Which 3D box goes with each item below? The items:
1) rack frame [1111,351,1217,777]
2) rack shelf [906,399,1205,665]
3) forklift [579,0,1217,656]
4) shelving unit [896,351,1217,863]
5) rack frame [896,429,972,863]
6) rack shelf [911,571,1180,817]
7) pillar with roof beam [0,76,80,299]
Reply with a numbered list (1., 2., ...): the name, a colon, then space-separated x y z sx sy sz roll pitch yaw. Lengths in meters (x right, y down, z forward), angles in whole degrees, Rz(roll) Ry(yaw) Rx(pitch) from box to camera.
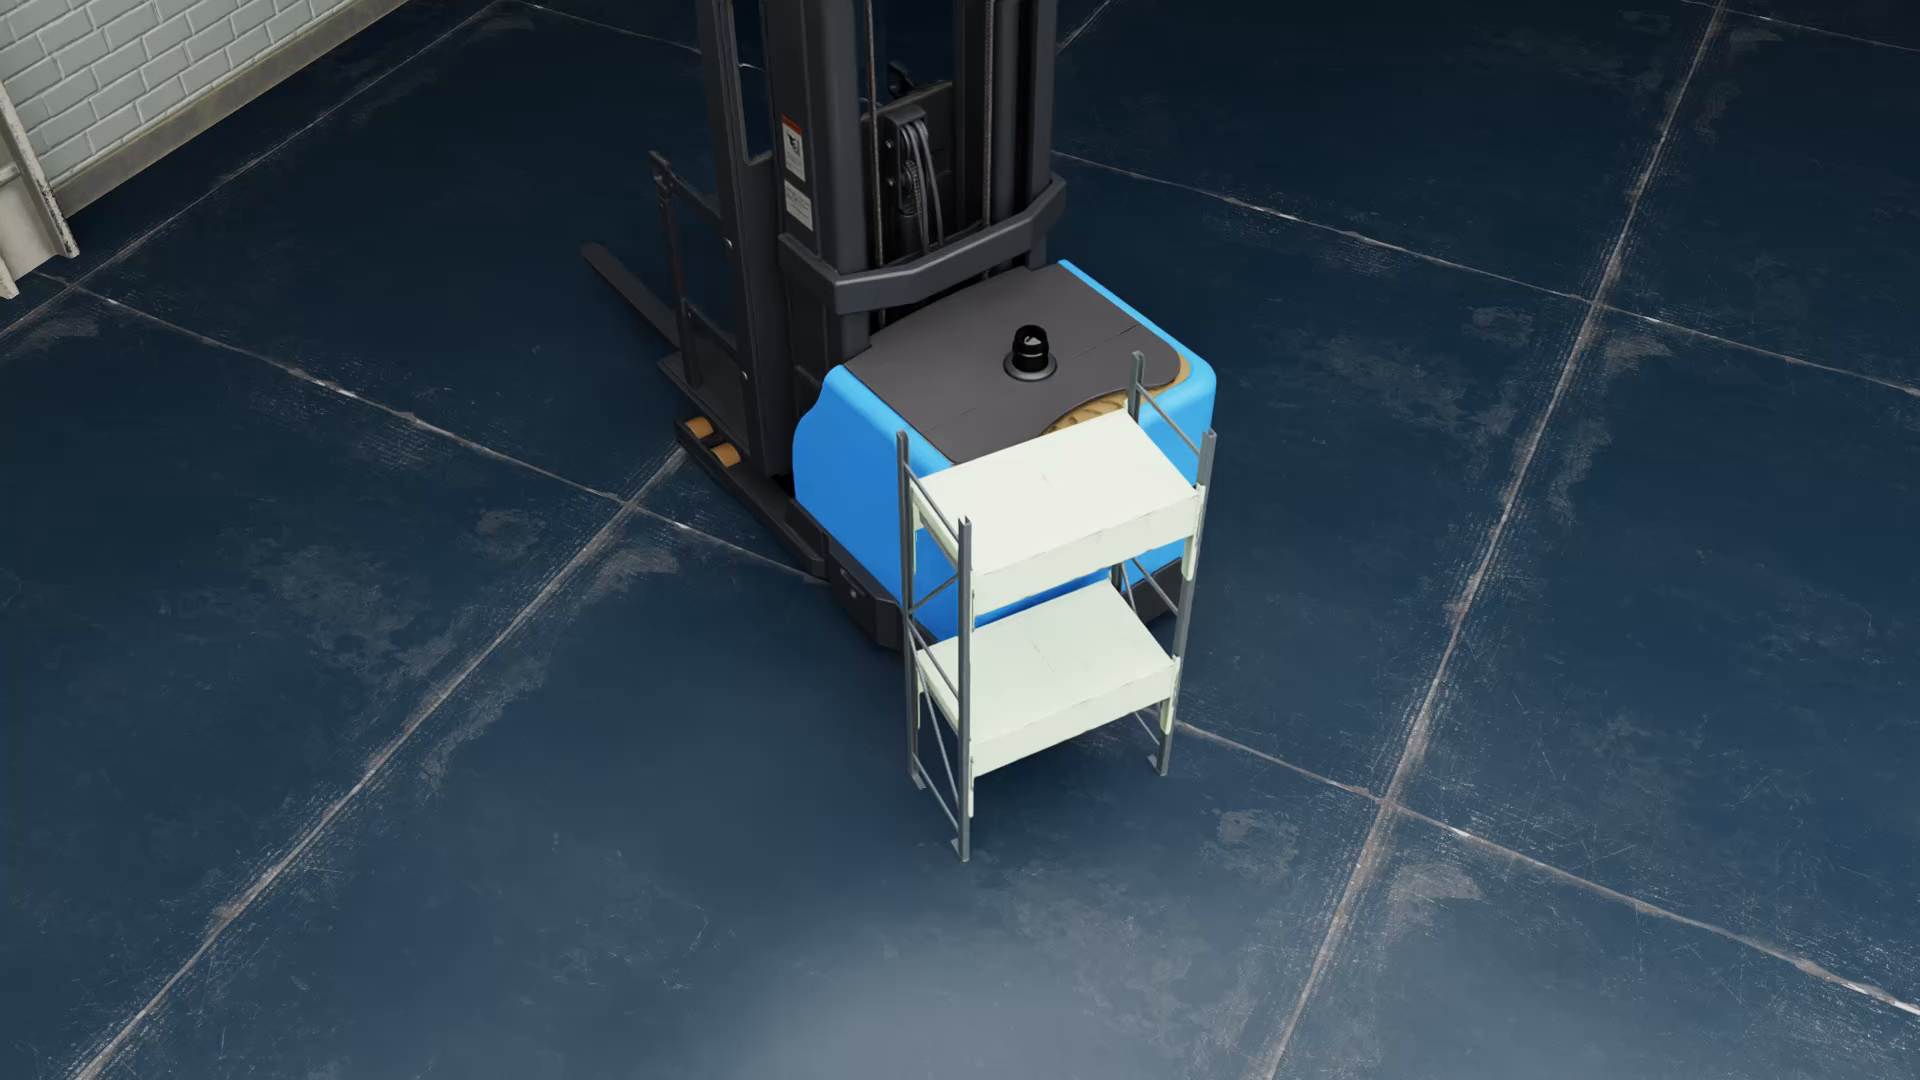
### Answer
1. rack frame: 0.582 0.125 5.071 0.023 1.500 0.400 -20 49 -19
2. rack shelf: 0.256 -0.031 4.677 0.720 0.370 0.431 -20 49 -19
3. forklift: -0.460 -1.434 5.607 1.130 2.935 3.031 -29 52 -25
4. shelving unit: 0.256 0.243 4.954 0.755 1.500 0.431 -20 49 -19
5. rack frame: -0.070 0.361 4.838 0.023 1.500 0.400 -20 49 -19
6. rack shelf: 0.256 0.472 5.187 0.720 0.370 0.431 -20 49 -19
7. pillar with roof beam: -0.399 -2.973 2.861 9.100 9.000 0.400 20 49 19
